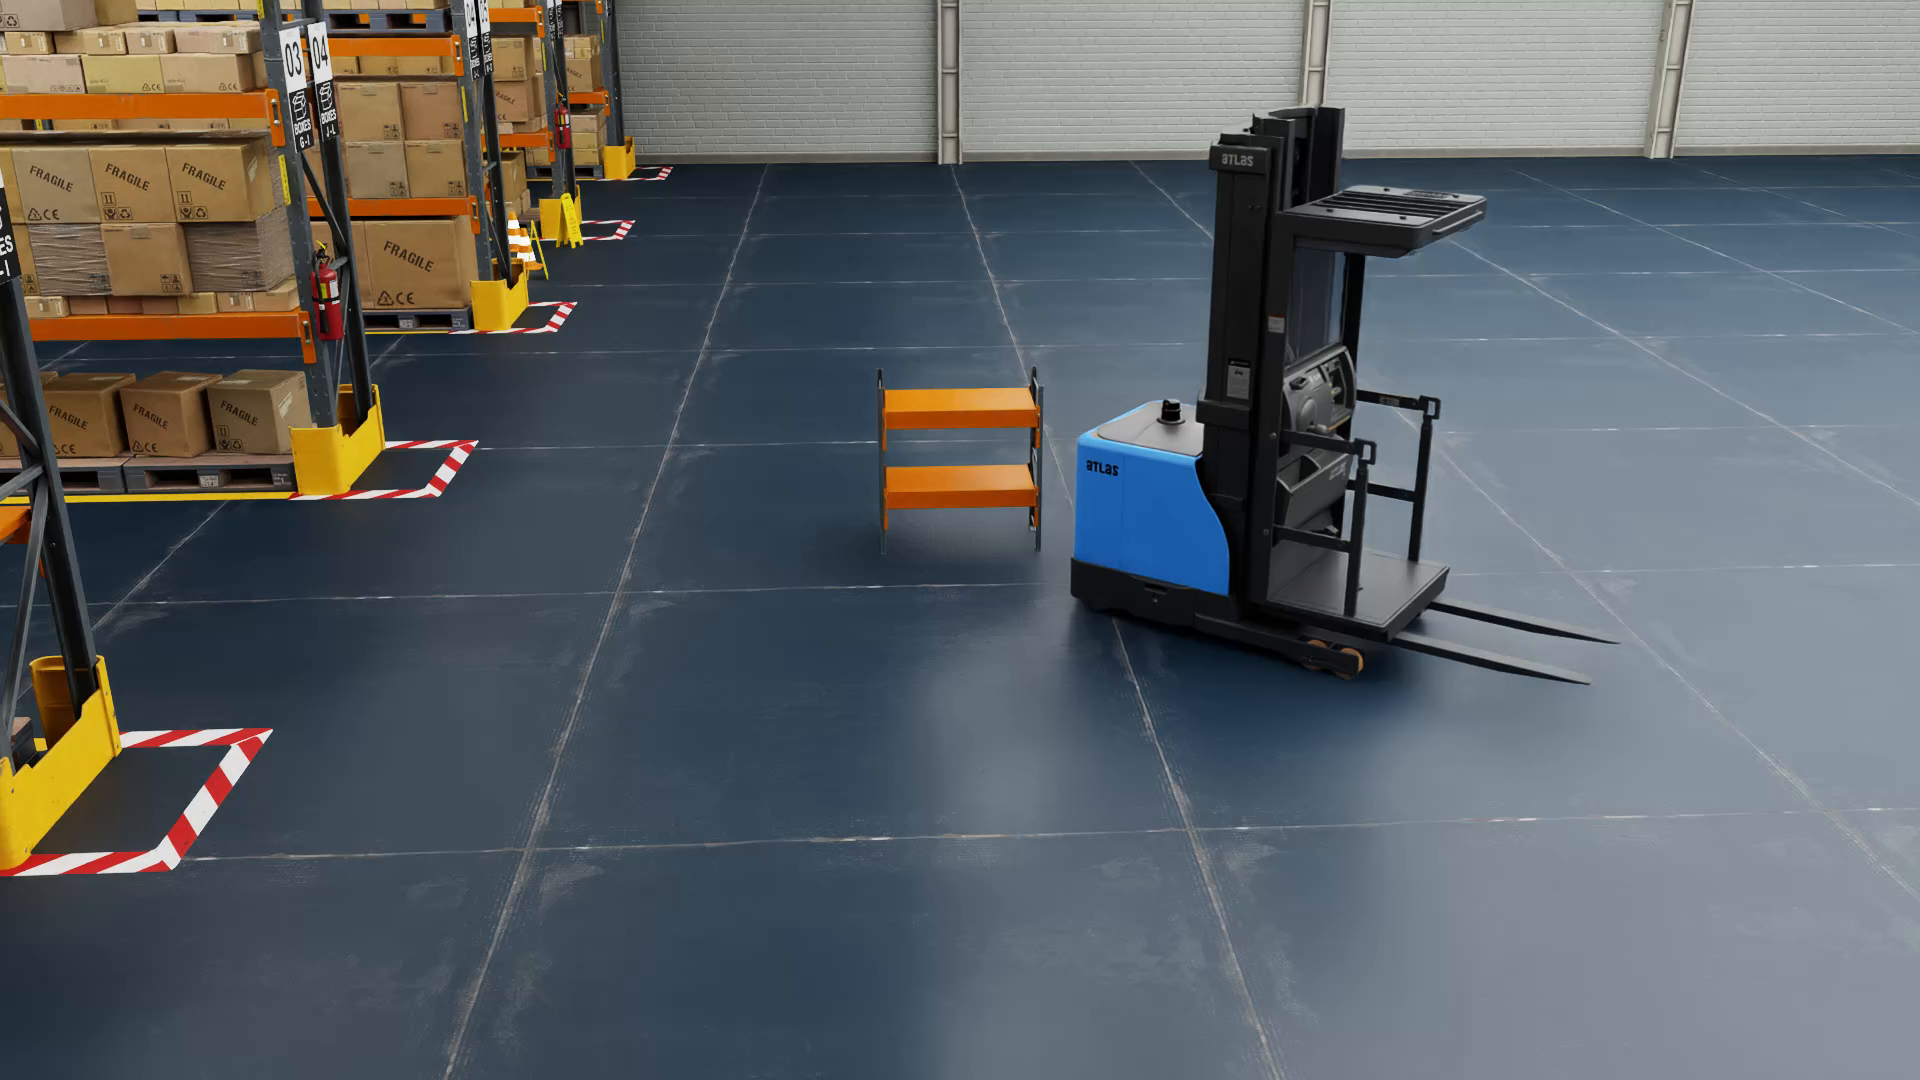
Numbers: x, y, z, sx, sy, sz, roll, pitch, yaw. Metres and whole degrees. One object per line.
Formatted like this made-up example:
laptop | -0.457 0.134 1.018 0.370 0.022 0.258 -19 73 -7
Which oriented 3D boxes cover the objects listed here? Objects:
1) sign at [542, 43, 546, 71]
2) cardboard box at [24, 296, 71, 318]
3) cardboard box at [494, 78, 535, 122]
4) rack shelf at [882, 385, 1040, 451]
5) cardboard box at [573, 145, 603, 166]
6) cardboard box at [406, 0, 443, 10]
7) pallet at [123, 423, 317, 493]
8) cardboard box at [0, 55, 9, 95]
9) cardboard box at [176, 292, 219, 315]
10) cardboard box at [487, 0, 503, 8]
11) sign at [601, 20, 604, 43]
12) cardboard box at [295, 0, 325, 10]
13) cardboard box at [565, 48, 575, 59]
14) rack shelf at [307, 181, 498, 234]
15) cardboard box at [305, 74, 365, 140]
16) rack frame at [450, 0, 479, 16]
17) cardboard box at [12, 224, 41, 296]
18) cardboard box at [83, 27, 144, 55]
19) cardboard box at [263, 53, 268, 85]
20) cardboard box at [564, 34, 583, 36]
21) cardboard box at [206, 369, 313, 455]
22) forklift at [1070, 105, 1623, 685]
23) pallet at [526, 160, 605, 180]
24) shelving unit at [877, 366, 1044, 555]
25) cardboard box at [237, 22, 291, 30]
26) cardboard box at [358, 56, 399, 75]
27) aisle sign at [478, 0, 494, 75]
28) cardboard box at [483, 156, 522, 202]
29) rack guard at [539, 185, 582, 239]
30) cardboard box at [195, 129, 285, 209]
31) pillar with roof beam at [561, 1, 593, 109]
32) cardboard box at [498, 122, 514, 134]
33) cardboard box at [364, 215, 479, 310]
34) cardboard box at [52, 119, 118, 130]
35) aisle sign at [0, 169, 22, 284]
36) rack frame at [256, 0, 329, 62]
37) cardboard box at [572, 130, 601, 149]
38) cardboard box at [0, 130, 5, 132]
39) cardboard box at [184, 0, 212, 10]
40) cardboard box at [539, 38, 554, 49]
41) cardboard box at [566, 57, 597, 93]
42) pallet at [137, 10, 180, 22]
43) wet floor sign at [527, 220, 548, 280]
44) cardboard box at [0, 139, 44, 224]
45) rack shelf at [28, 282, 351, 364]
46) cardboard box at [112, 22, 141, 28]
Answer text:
sign | -5.114 -5.944 20.447 0.005 0.325 0.100 -1 21 -3
cardboard box | -6.324 -1.668 11.641 0.250 0.149 0.380 -1 21 -3
cardboard box | -5.651 -5.530 20.872 0.500 0.500 0.500 -2 21 -4
rack shelf | -0.007 -0.799 10.816 1.000 0.278 0.538 -1 21 -3
cardboard box | -5.863 -6.006 25.954 0.500 0.250 0.500 -1 21 -3
cardboard box | -5.054 -5.097 15.700 0.250 0.149 0.380 -1 21 -3
pallet | -5.448 -0.624 12.464 1.213 0.211 1.003 -1 21 -3
cardboard box | -6.539 -3.134 11.132 0.500 0.250 0.500 -2 21 -4
cardboard box | -5.329 -1.708 11.745 0.250 0.149 0.380 -1 21 -3
cardboard box | -5.712 -6.614 20.415 0.250 0.149 0.380 -1 21 -3
sign | -5.395 -7.675 25.104 0.005 0.325 0.100 -1 21 -3
cardboard box | -6.071 -5.076 15.645 0.250 0.149 0.380 -1 21 -4
cardboard box | -5.996 -7.444 25.405 0.250 0.149 0.380 -1 21 -2
rack shelf | -6.738 -3.320 16.636 4.000 0.370 1.077 -1 21 -3
cardboard box | -6.225 -4.271 16.394 0.550 0.550 0.875 -1 21 -3
rack frame | -4.742 -6.500 15.548 0.127 3.000 1.000 -1 21 -3
cardboard box | -6.604 -2.064 11.767 0.500 0.500 0.875 -1 21 -3
cardboard box | -5.602 -3.313 11.041 0.250 0.149 0.380 -1 21 -3
cardboard box | -5.055 -3.347 11.690 0.500 0.250 0.500 -1 21 -1
cardboard box | -6.029 -7.791 25.899 0.250 0.149 0.380 0 21 -1
cardboard box | -5.184 -0.954 12.334 0.500 0.500 0.500 3 21 7
forklift | 2.175 -0.822 9.161 3.031 2.935 1.130 14 25 32
pallet | -6.173 -5.883 26.276 1.213 0.211 1.003 -1 21 -3
shelving unit | -0.007 -0.526 10.920 1.048 1.125 0.538 -1 21 -3
cardboard box | -4.848 -3.527 11.605 0.250 0.149 0.380 -1 21 -3
cardboard box | -7.138 -6.003 20.708 0.500 0.500 0.700 -1 21 -3
aisle sign | -4.688 -5.020 16.436 0.004 0.787 0.394 -1 21 -3
cardboard box | -5.910 -4.606 21.223 0.500 0.500 0.500 -1 21 -3
rack guard | -5.201 -4.283 21.669 0.348 0.500 1.175 -1 21 -3
cardboard box | -5.124 -2.671 11.958 0.500 0.500 0.500 -1 21 -3
pillar with roof beam | -5.913 -8.797 21.579 0.400 9.000 9.100 -1 21 -3
cardboard box | -5.733 -5.208 20.936 0.250 0.149 0.380 -1 21 -4
cardboard box | -5.415 -2.863 16.821 0.875 0.875 0.875 -1 21 -3
cardboard box | -8.365 -4.186 16.170 0.550 0.550 0.875 -1 21 -3
aisle sign | -4.222 -1.494 7.175 0.004 0.787 0.394 -1 21 -3
rack frame | -4.560 -4.736 10.914 0.127 3.000 1.000 -1 21 -3
cardboard box | -5.880 -6.240 25.867 0.500 0.250 0.500 -1 21 -4
cardboard box | -7.121 -2.632 11.854 0.500 0.500 0.500 -1 21 -3
cardboard box | -7.081 -5.056 15.592 0.250 0.149 0.380 -1 21 -3
cardboard box | -6.262 -7.592 25.376 0.250 0.149 0.380 -1 21 -2
cardboard box | -5.889 -7.160 25.570 0.500 0.500 0.500 -2 21 -4
pallet | -7.918 -4.989 15.918 1.213 0.211 1.003 -1 21 -3
wet floor sign | -4.826 -3.300 18.883 0.232 0.644 0.267 -5 21 -12
cardboard box | -6.592 -2.458 11.398 0.500 0.500 0.500 -1 21 -3
rack shelf | -6.556 -1.556 12.003 4.000 0.370 1.077 -1 21 -3
cardboard box | -5.876 -3.524 11.596 0.250 0.149 0.380 -1 21 -3
